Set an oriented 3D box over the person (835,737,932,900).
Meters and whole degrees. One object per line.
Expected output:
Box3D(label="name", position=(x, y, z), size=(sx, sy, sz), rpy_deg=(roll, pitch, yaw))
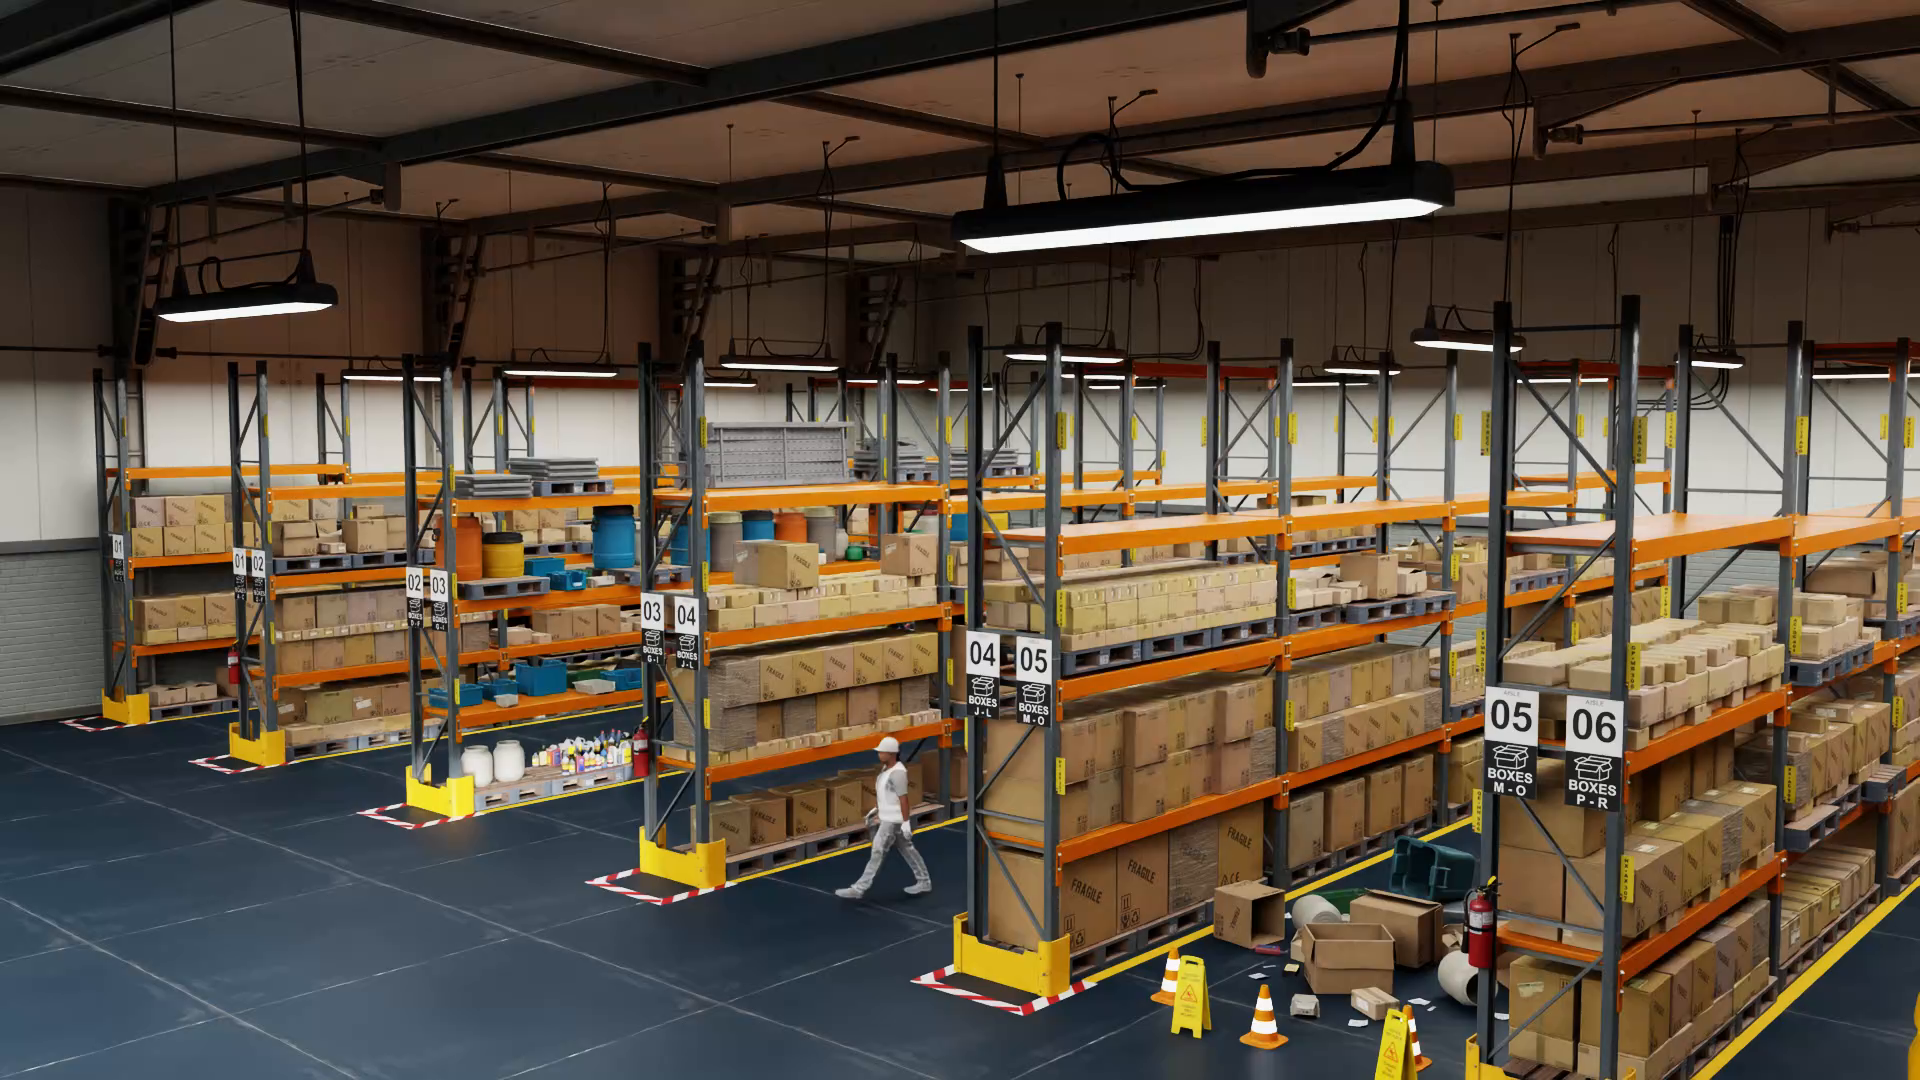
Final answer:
Box3D(label="person", position=(-0.822, 2.966, 17.825), size=(1.061, 1.718, 0.586), rpy_deg=(0, 4, -7))
